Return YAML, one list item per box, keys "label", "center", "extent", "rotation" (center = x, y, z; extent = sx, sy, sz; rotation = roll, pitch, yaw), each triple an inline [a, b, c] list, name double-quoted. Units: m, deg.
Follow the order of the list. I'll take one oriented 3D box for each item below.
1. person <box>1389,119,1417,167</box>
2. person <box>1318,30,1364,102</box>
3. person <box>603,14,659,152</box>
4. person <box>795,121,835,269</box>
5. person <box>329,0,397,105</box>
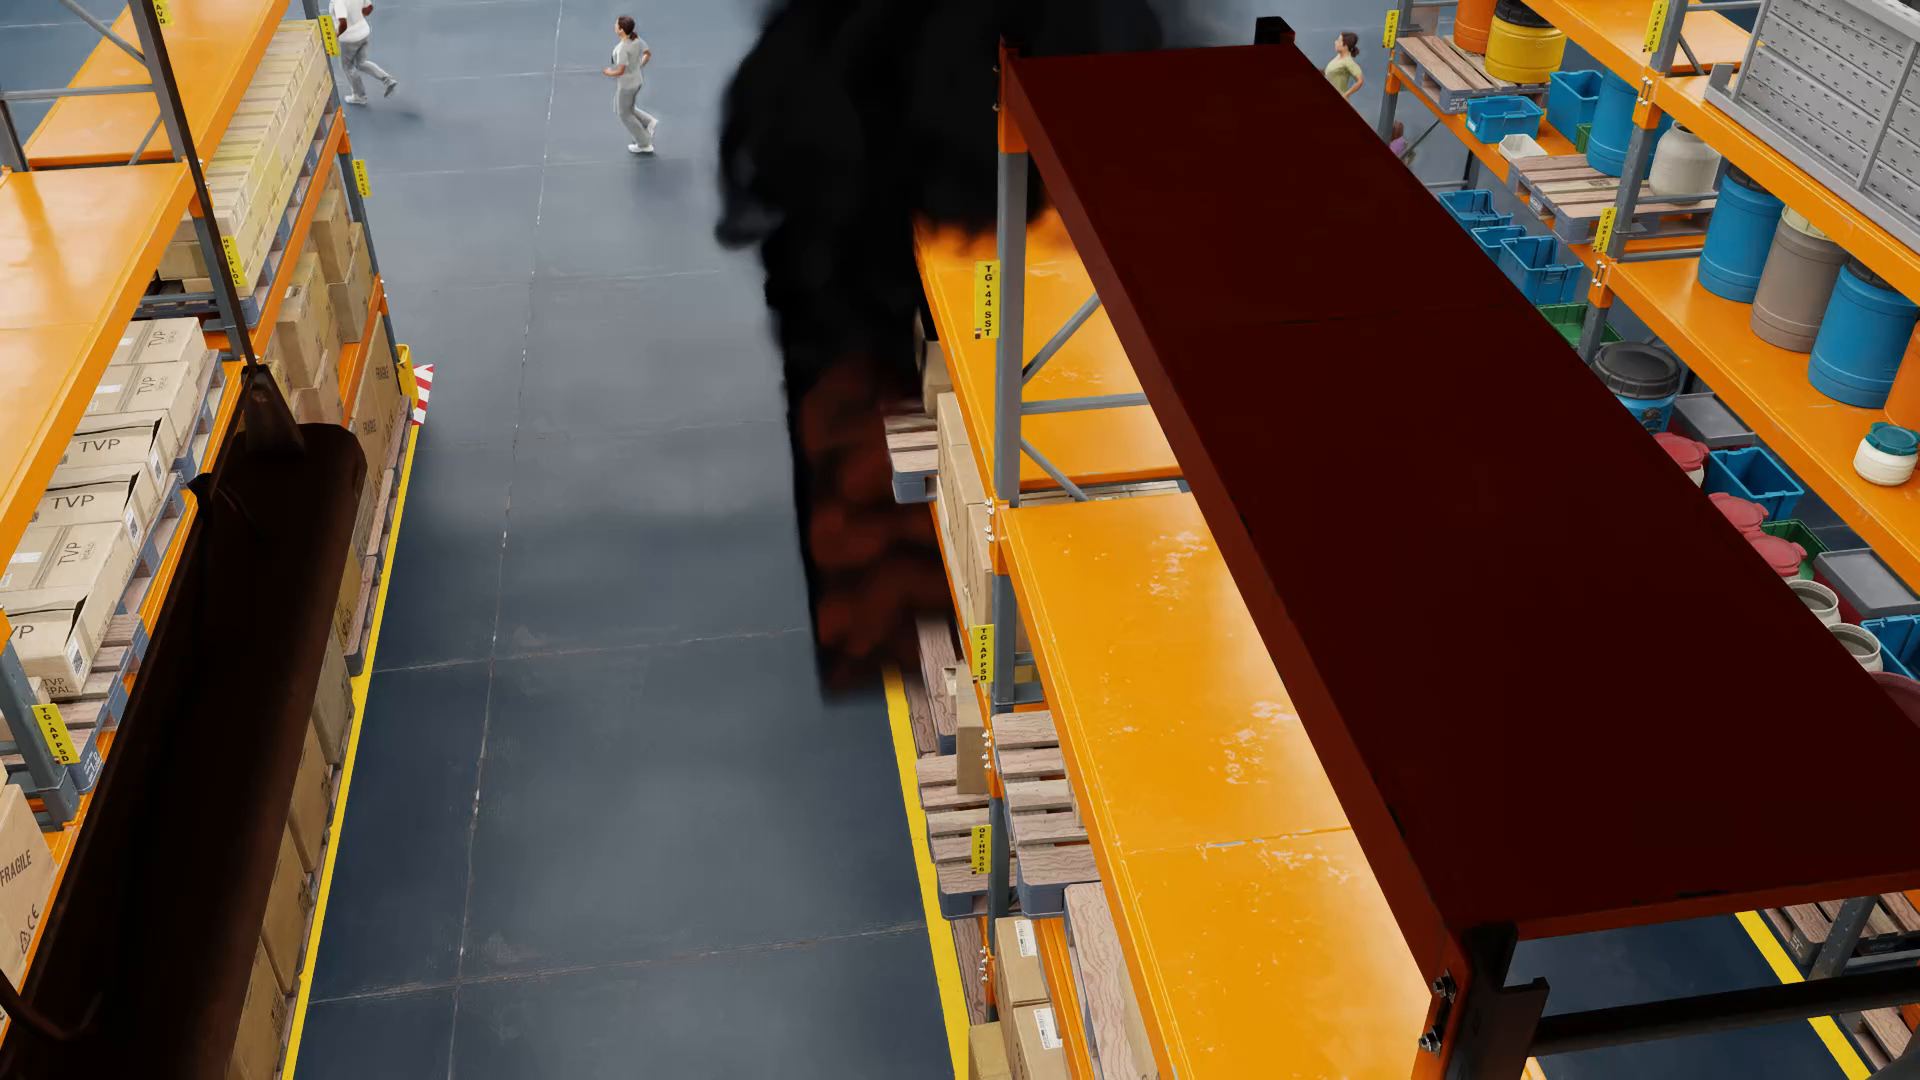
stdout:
- label: "person"
  center: [4.284, -3.557, 16.948]
  extent: [0.782, 1.587, 0.533]
  rotation: [16, 39, 20]
- label: "person"
  center: [4.204, -4.873, 18.623]
  extent: [0.881, 1.682, 0.570]
  rotation: [7, 37, 10]
- label: "person"
  center: [-3.846, -5.292, 19.284]
  extent: [0.557, 1.627, 0.559]
  rotation: [8, 37, 11]
- label: "person"
  center: [-1.314, -3.405, 16.674]
  extent: [0.744, 1.631, 0.505]
  rotation: [20, 41, 25]
- label: "person"
  center: [-7.396, -6.159, 20.366]
  extent: [0.768, 1.743, 0.697]
  rotation: [11, 38, 14]
